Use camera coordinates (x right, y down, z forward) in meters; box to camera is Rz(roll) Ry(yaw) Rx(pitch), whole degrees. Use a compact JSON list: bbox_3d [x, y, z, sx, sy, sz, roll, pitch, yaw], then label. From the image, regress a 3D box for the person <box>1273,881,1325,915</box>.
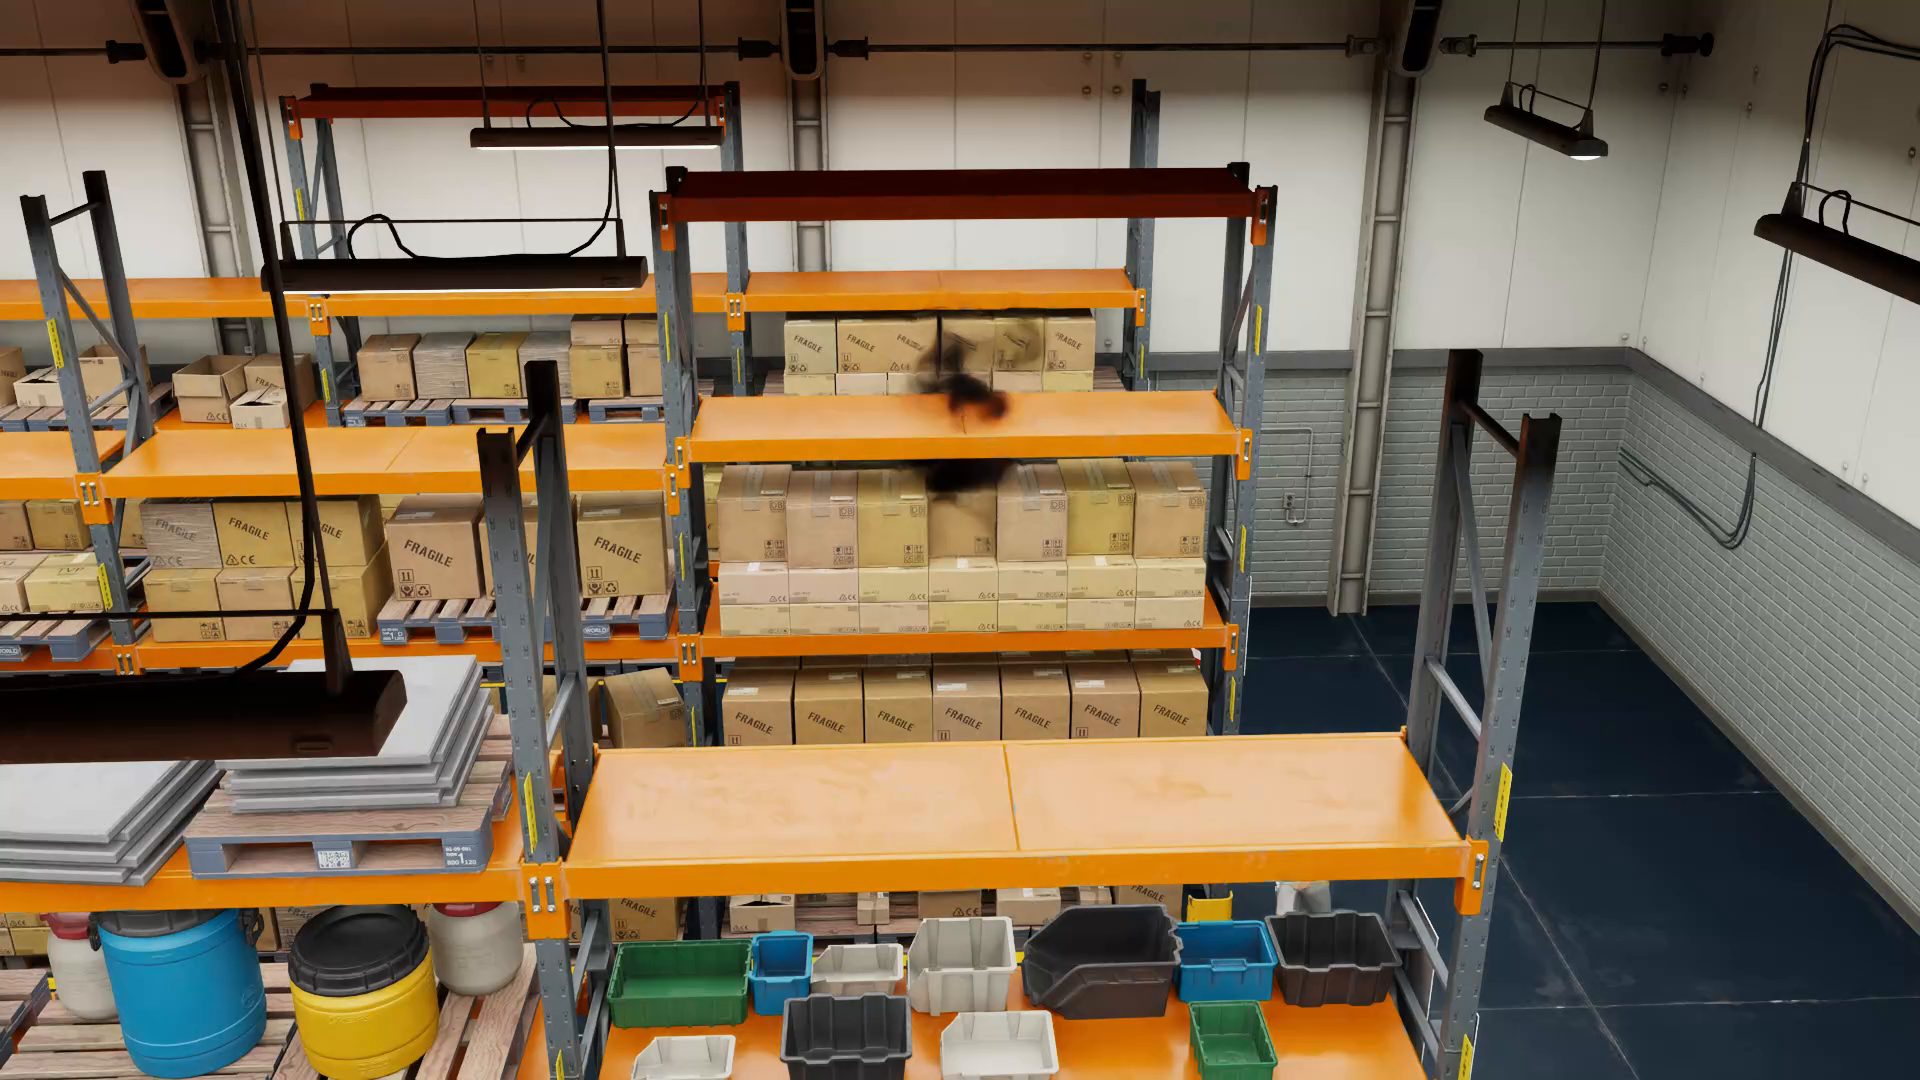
[{"bbox_3d":[2.430,2.530,12.094,0.624,1.651,0.888,18,28,37],"label":"person"}]
